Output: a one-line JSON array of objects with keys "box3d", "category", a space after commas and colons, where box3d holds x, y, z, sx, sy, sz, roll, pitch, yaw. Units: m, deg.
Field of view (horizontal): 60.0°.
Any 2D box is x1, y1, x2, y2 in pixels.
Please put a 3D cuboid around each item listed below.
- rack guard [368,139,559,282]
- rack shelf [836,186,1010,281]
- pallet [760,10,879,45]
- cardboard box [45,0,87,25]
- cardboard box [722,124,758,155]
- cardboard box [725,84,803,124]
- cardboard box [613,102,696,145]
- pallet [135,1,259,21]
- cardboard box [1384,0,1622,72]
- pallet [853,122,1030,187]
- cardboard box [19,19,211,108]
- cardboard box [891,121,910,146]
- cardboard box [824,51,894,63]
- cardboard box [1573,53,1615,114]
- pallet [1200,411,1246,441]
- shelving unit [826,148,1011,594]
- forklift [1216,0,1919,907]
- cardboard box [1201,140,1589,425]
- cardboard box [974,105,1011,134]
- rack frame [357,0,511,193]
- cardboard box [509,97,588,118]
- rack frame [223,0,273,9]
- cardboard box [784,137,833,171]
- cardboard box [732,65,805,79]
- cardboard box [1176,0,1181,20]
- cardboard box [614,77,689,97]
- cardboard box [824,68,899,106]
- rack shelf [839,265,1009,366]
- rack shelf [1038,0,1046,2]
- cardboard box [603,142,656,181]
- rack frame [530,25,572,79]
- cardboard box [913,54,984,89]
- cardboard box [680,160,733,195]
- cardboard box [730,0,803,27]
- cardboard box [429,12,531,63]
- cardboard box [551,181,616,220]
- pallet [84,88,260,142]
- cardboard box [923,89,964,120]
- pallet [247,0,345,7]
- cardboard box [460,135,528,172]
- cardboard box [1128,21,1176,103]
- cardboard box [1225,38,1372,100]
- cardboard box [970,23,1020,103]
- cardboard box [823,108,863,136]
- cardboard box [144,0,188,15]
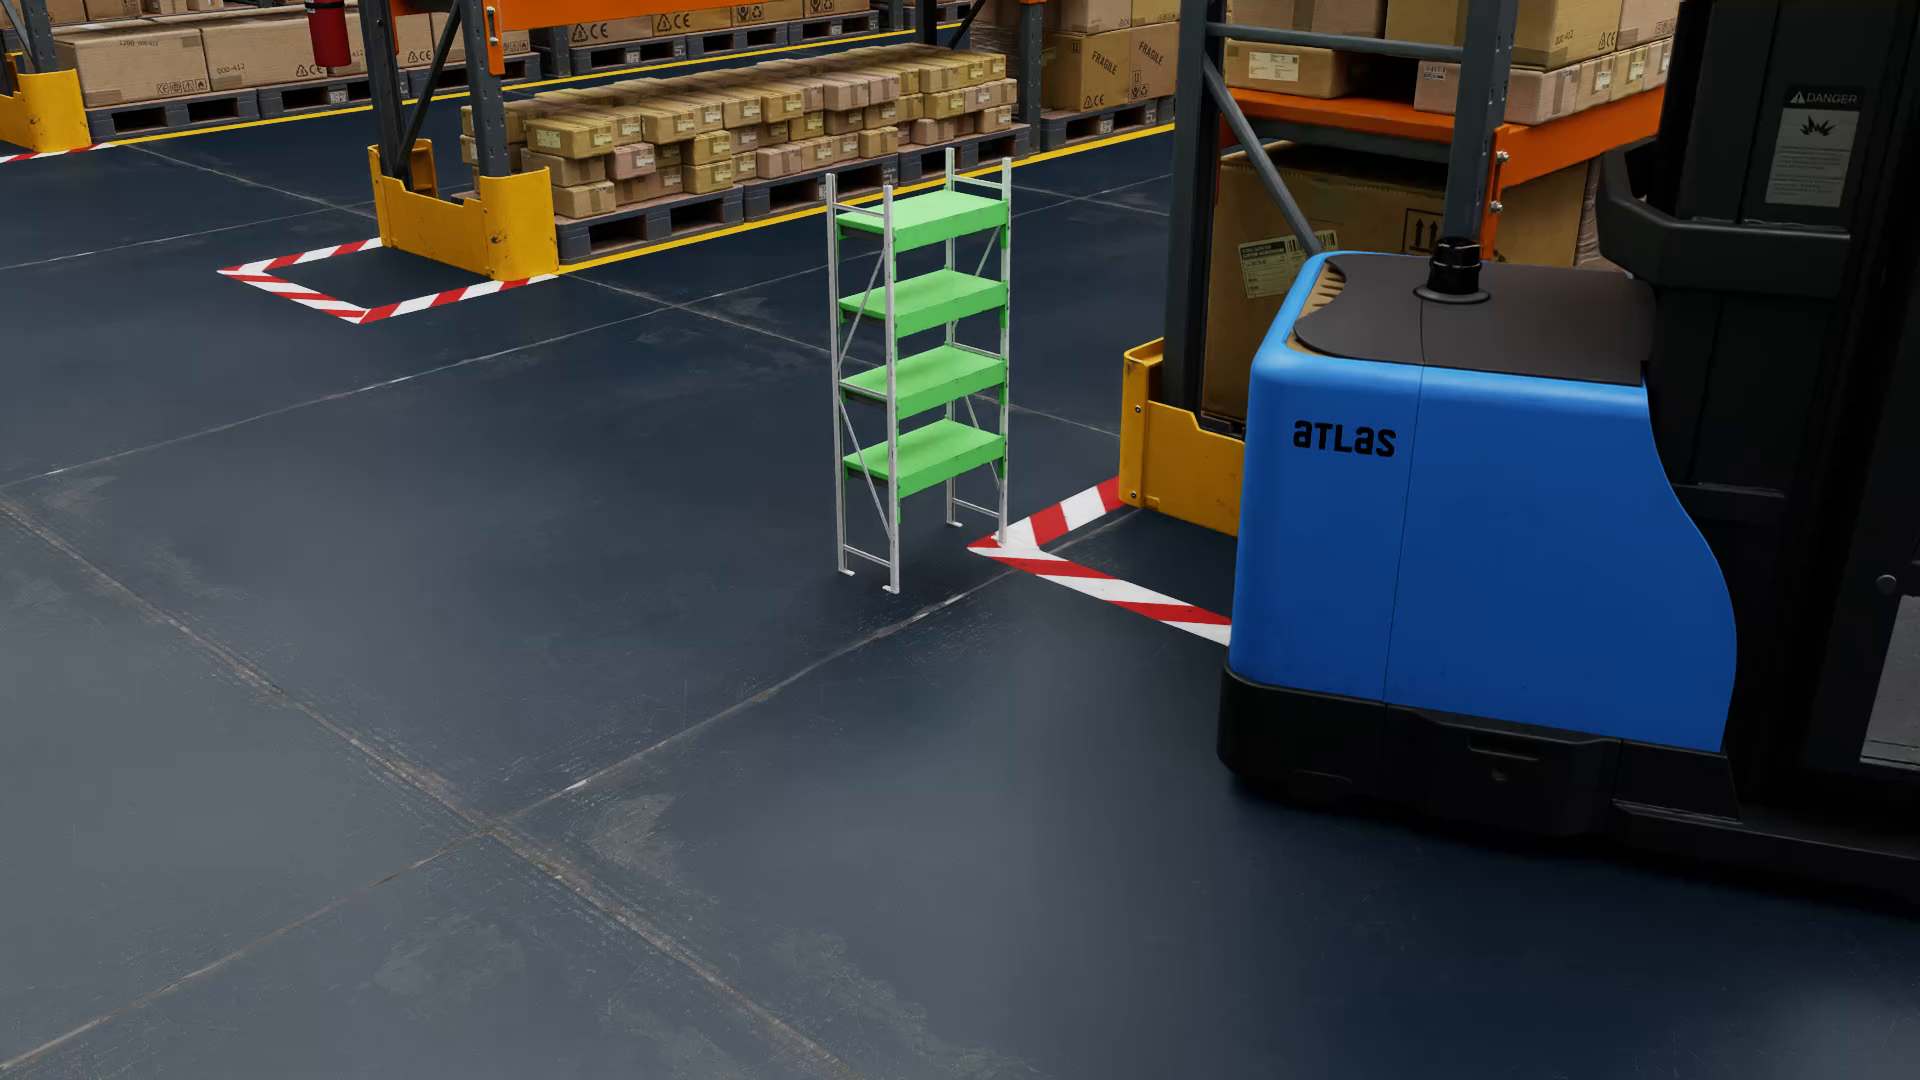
[{"box3d": [-2.508, -1.675, 8.374, 1.175, 0.500, 0.348, 20, 31, 38], "category": "rack guard"}, {"box3d": [-0.111, -0.877, 4.722, 0.258, 0.148, 0.480, 20, 31, 38], "category": "rack shelf"}, {"box3d": [-1.555, -5.059, 16.274, 1.003, 0.211, 1.213, 20, 31, 38], "category": "pallet"}, {"box3d": [-8.505, -5.062, 15.417, 0.500, 0.500, 0.500, 21, 31, 38], "category": "cardboard box"}, {"box3d": [-1.337, -2.230, 9.166, 0.380, 0.149, 0.250, 18, 30, 35], "category": "cardboard box"}, {"box3d": [-1.092, -2.428, 9.243, 0.380, 0.149, 0.250, 21, 31, 38], "category": "cardboard box"}, {"box3d": [-1.598, -2.180, 8.690, 0.380, 0.149, 0.250, 20, 31, 37], "category": "cardboard box"}, {"box3d": [-7.800, -5.205, 16.600, 1.003, 0.211, 1.213, 20, 31, 38], "category": "pallet"}, {"box3d": [1.589, -1.547, 4.854, 0.500, 0.250, 0.500, 19, 30, 36], "category": "cardboard box"}, {"box3d": [-0.311, -2.524, 10.622, 1.003, 0.211, 1.213, 20, 31, 38], "category": "pallet"}, {"box3d": [-5.946, -3.364, 11.705, 0.875, 0.438, 0.875, 19, 30, 36], "category": "cardboard box"}, {"box3d": [-0.527, -2.488, 10.103, 0.380, 0.149, 0.250, 19, 31, 36], "category": "cardboard box"}, {"box3d": [-0.633, -2.967, 10.444, 0.380, 0.149, 0.250, 20, 31, 37], "category": "cardboard box"}, {"box3d": [1.721, -1.389, 4.989, 0.380, 0.149, 0.250, 20, 31, 37], "category": "cardboard box"}, {"box3d": [1.543, -0.400, 5.884, 1.003, 0.211, 1.213, 20, 31, 38], "category": "pallet"}, {"box3d": [-0.111, -0.497, 4.892, 0.258, 1.200, 0.503, 20, 31, 38], "category": "shelving unit"}, {"box3d": [2.183, -0.747, 3.333, 3.031, 2.935, 1.130, 8, 25, 16], "category": "forklift"}, {"box3d": [1.435, -0.846, 5.555, 0.875, 0.875, 0.875, 20, 31, 38], "category": "cardboard box"}, {"box3d": [0.103, -2.689, 10.553, 0.380, 0.149, 0.250, 21, 31, 38], "category": "cardboard box"}, {"box3d": [-2.558, -2.792, 7.811, 1.000, 3.000, 0.127, 20, 31, 38], "category": "rack frame"}, {"box3d": [-2.183, -2.246, 8.837, 0.380, 0.149, 0.250, 21, 32, 38], "category": "cardboard box"}, {"box3d": [-7.341, -6.686, 16.496, 1.000, 3.000, 0.127, 20, 31, 38], "category": "rack frame"}, {"box3d": [-0.948, -2.230, 9.529, 0.380, 0.149, 0.250, 20, 31, 38], "category": "cardboard box"}, {"box3d": [-1.141, -2.720, 9.895, 0.380, 0.149, 0.250, 19, 30, 35], "category": "cardboard box"}, {"box3d": [1.498, -3.874, 11.850, 0.500, 0.250, 0.500, 22, 32, 39], "category": "cardboard box"}, {"box3d": [-1.747, -2.518, 9.444, 0.380, 0.149, 0.250, 22, 32, 39], "category": "cardboard box"}, {"box3d": [-0.577, -2.662, 9.764, 0.380, 0.149, 0.250, 18, 30, 35], "category": "cardboard box"}, {"box3d": [-0.111, -0.658, 4.820, 0.258, 0.148, 0.480, 20, 31, 38], "category": "rack shelf"}, {"box3d": [1.446, -4.292, 12.036, 1.077, 0.370, 4.000, 20, 31, 38], "category": "rack shelf"}, {"box3d": [-1.793, -1.976, 8.599, 0.380, 0.149, 0.250, 20, 31, 37], "category": "cardboard box"}, {"box3d": [-3.642, -5.332, 13.475, 1.000, 3.000, 0.127, 20, 31, 38], "category": "rack frame"}, {"box3d": [-0.073, -2.905, 10.307, 0.380, 0.149, 0.250, 21, 31, 38], "category": "cardboard box"}, {"box3d": [-1.444, -1.983, 8.977, 0.380, 0.149, 0.250, 21, 31, 38], "category": "cardboard box"}, {"box3d": [-2.094, -5.314, 15.520, 0.875, 0.875, 0.875, 21, 31, 38], "category": "cardboard box"}, {"box3d": [-4.141, -4.192, 13.552, 0.875, 0.438, 0.875, 20, 31, 37], "category": "cardboard box"}, {"box3d": [-1.970, -1.755, 8.470, 0.380, 0.149, 0.250, 21, 32, 39], "category": "cardboard box"}, {"box3d": [-5.837, -3.106, 11.919, 1.003, 0.211, 1.213, 20, 31, 38], "category": "pallet"}, {"box3d": [-0.199, -2.682, 10.174, 0.380, 0.149, 0.250, 19, 30, 36], "category": "cardboard box"}, {"box3d": [-6.827, -5.672, 17.642, 1.003, 0.211, 1.213, 20, 31, 38], "category": "pallet"}, {"box3d": [-2.419, -2.058, 8.780, 0.380, 0.149, 0.250, 19, 30, 36], "category": "cardboard box"}, {"box3d": [1.154, -3.376, 11.656, 0.500, 0.500, 0.500, 22, 32, 40], "category": "cardboard box"}, {"box3d": [1.060, -1.491, 5.216, 0.380, 0.149, 0.250, 21, 32, 38], "category": "cardboard box"}, {"box3d": [0.418, -3.356, 11.611, 0.500, 0.500, 0.500, 19, 31, 37], "category": "cardboard box"}, {"box3d": [-0.789, -2.474, 9.709, 0.380, 0.149, 0.250, 18, 30, 35], "category": "cardboard box"}, {"box3d": [-7.733, -5.271, 16.169, 0.396, 0.266, 0.258, 22, 32, 39], "category": "cardboard box"}]
